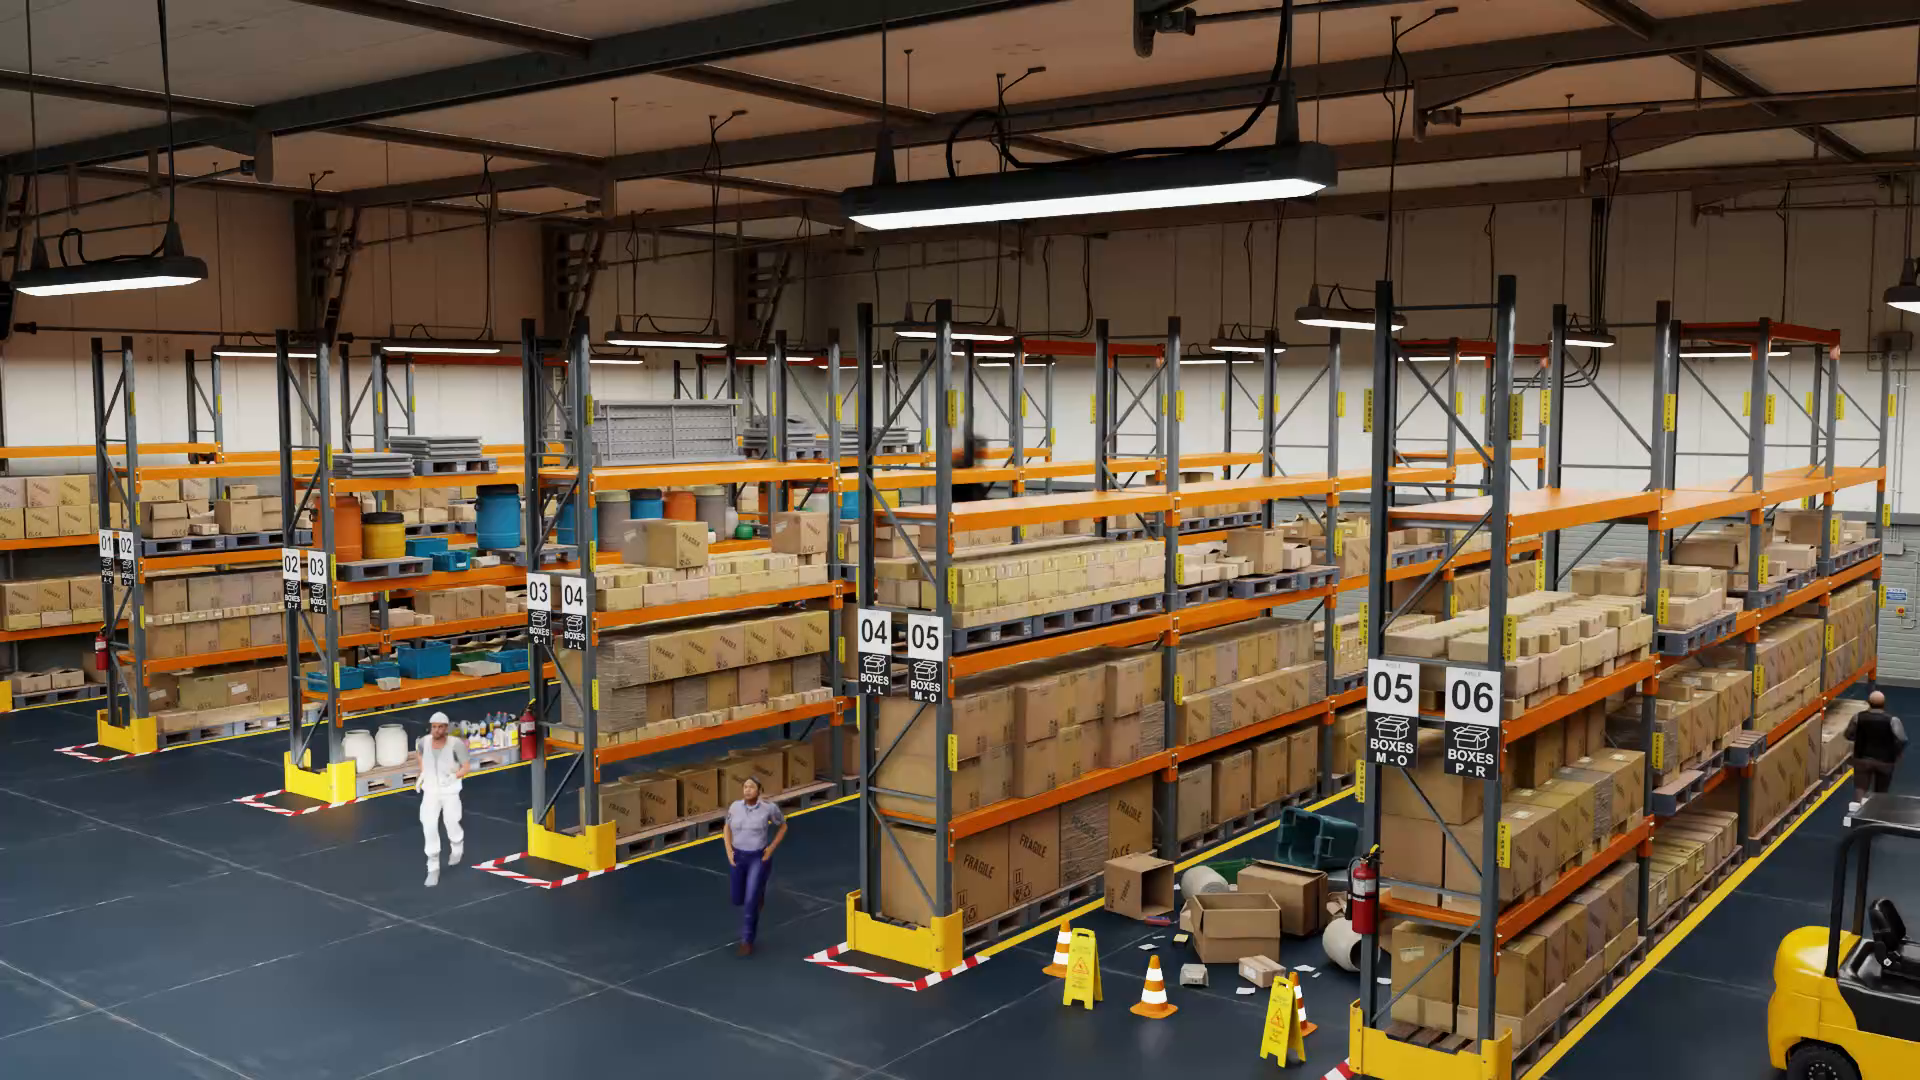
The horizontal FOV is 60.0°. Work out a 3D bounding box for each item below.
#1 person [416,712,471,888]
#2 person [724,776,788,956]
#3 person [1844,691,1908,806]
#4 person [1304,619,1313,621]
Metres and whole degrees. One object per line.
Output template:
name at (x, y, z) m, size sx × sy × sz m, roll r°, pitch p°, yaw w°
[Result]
person at (-5.537, 2.724, 17.851) m, size 0.598 × 1.814 × 0.898 m, roll -1°, pitch 5°, yaw -6°
person at (-1.948, 3.029, 15.705) m, size 0.602 × 1.614 × 0.843 m, roll 2°, pitch 5°, yaw 17°
person at (10.780, 2.615, 19.597) m, size 0.669 × 1.695 × 0.860 m, roll 3°, pitch 6°, yaw 33°
person at (5.500, 2.073, 26.015) m, size 0.572 × 1.699 × 0.878 m, roll 5°, pitch 7°, yaw 45°
